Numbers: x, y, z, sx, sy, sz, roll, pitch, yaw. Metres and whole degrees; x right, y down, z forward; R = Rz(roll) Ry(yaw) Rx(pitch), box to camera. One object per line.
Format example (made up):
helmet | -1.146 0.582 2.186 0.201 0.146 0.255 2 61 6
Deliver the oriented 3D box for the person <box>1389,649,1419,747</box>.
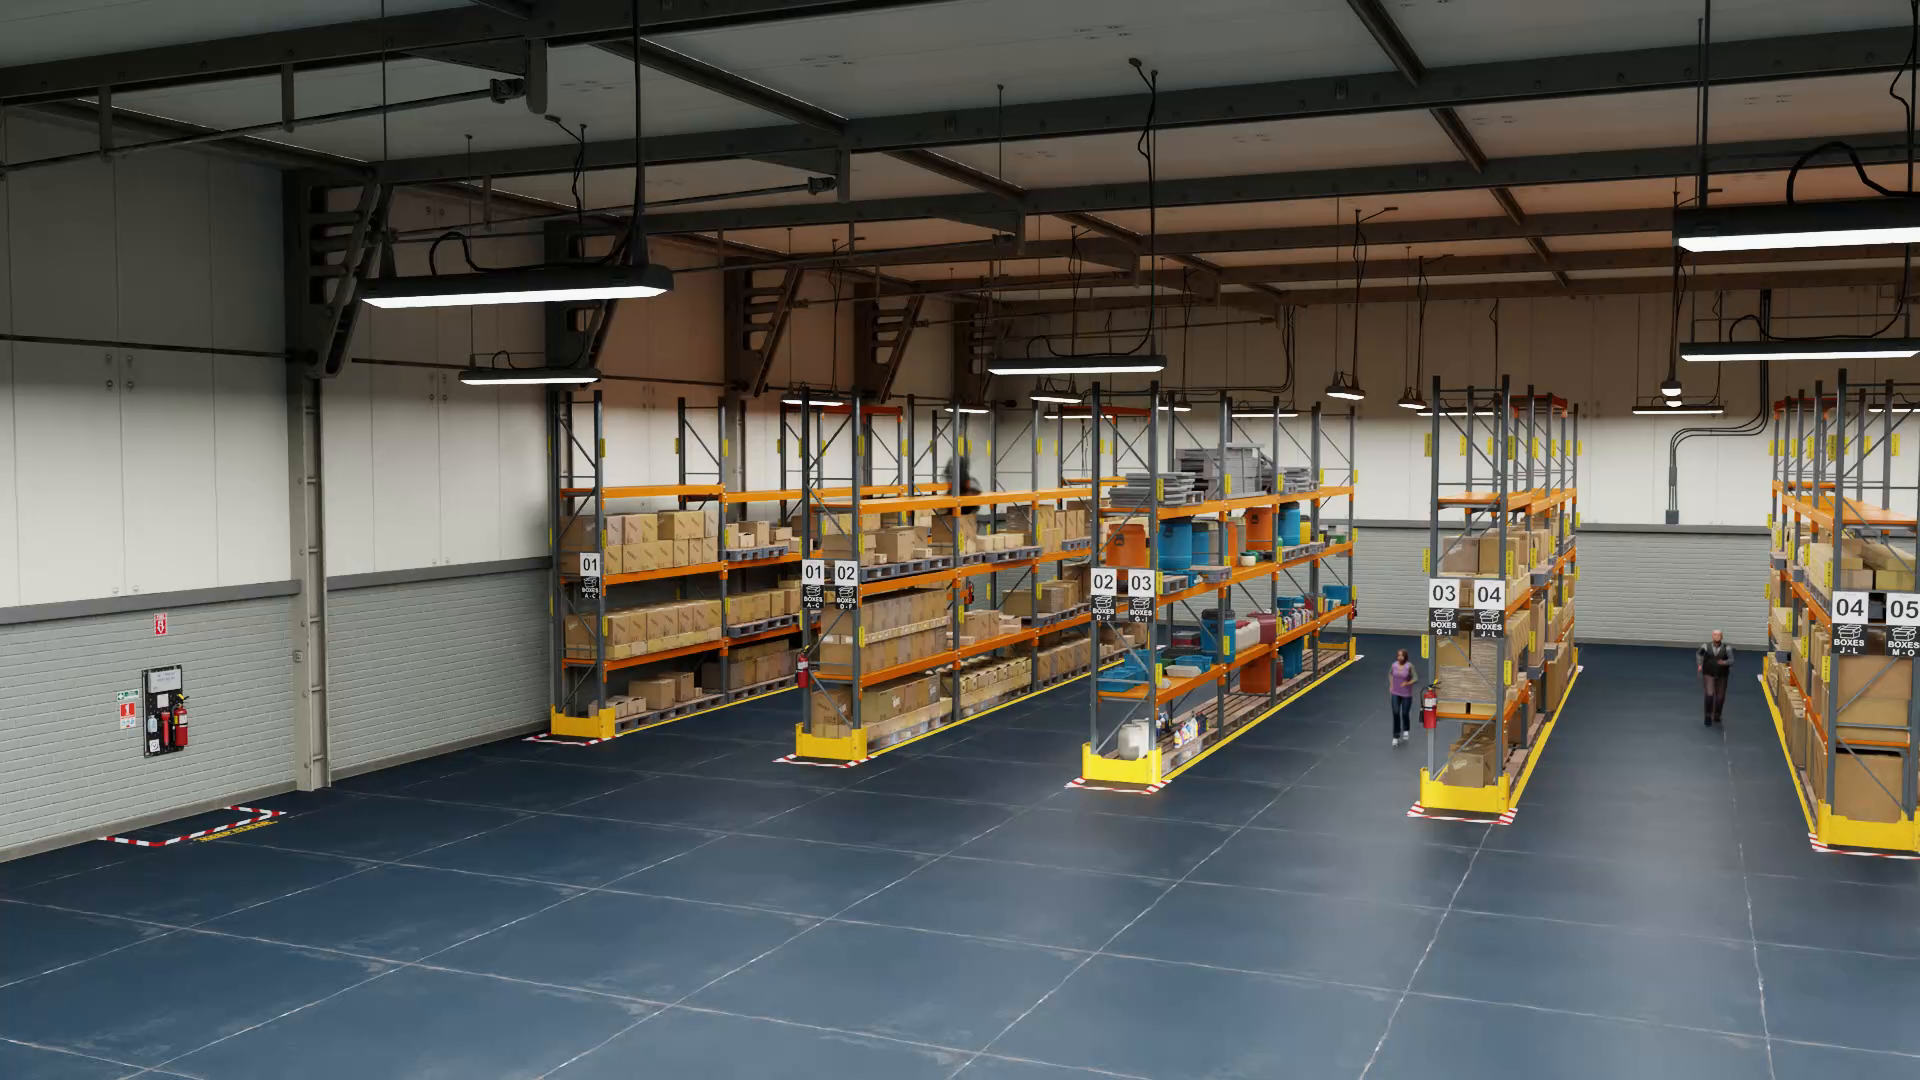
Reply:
person | 7.491 2.646 28.129 0.528 1.624 0.786 1 3 23

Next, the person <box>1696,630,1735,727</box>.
person | 13.610 2.492 29.965 0.627 1.756 0.729 1 3 19
